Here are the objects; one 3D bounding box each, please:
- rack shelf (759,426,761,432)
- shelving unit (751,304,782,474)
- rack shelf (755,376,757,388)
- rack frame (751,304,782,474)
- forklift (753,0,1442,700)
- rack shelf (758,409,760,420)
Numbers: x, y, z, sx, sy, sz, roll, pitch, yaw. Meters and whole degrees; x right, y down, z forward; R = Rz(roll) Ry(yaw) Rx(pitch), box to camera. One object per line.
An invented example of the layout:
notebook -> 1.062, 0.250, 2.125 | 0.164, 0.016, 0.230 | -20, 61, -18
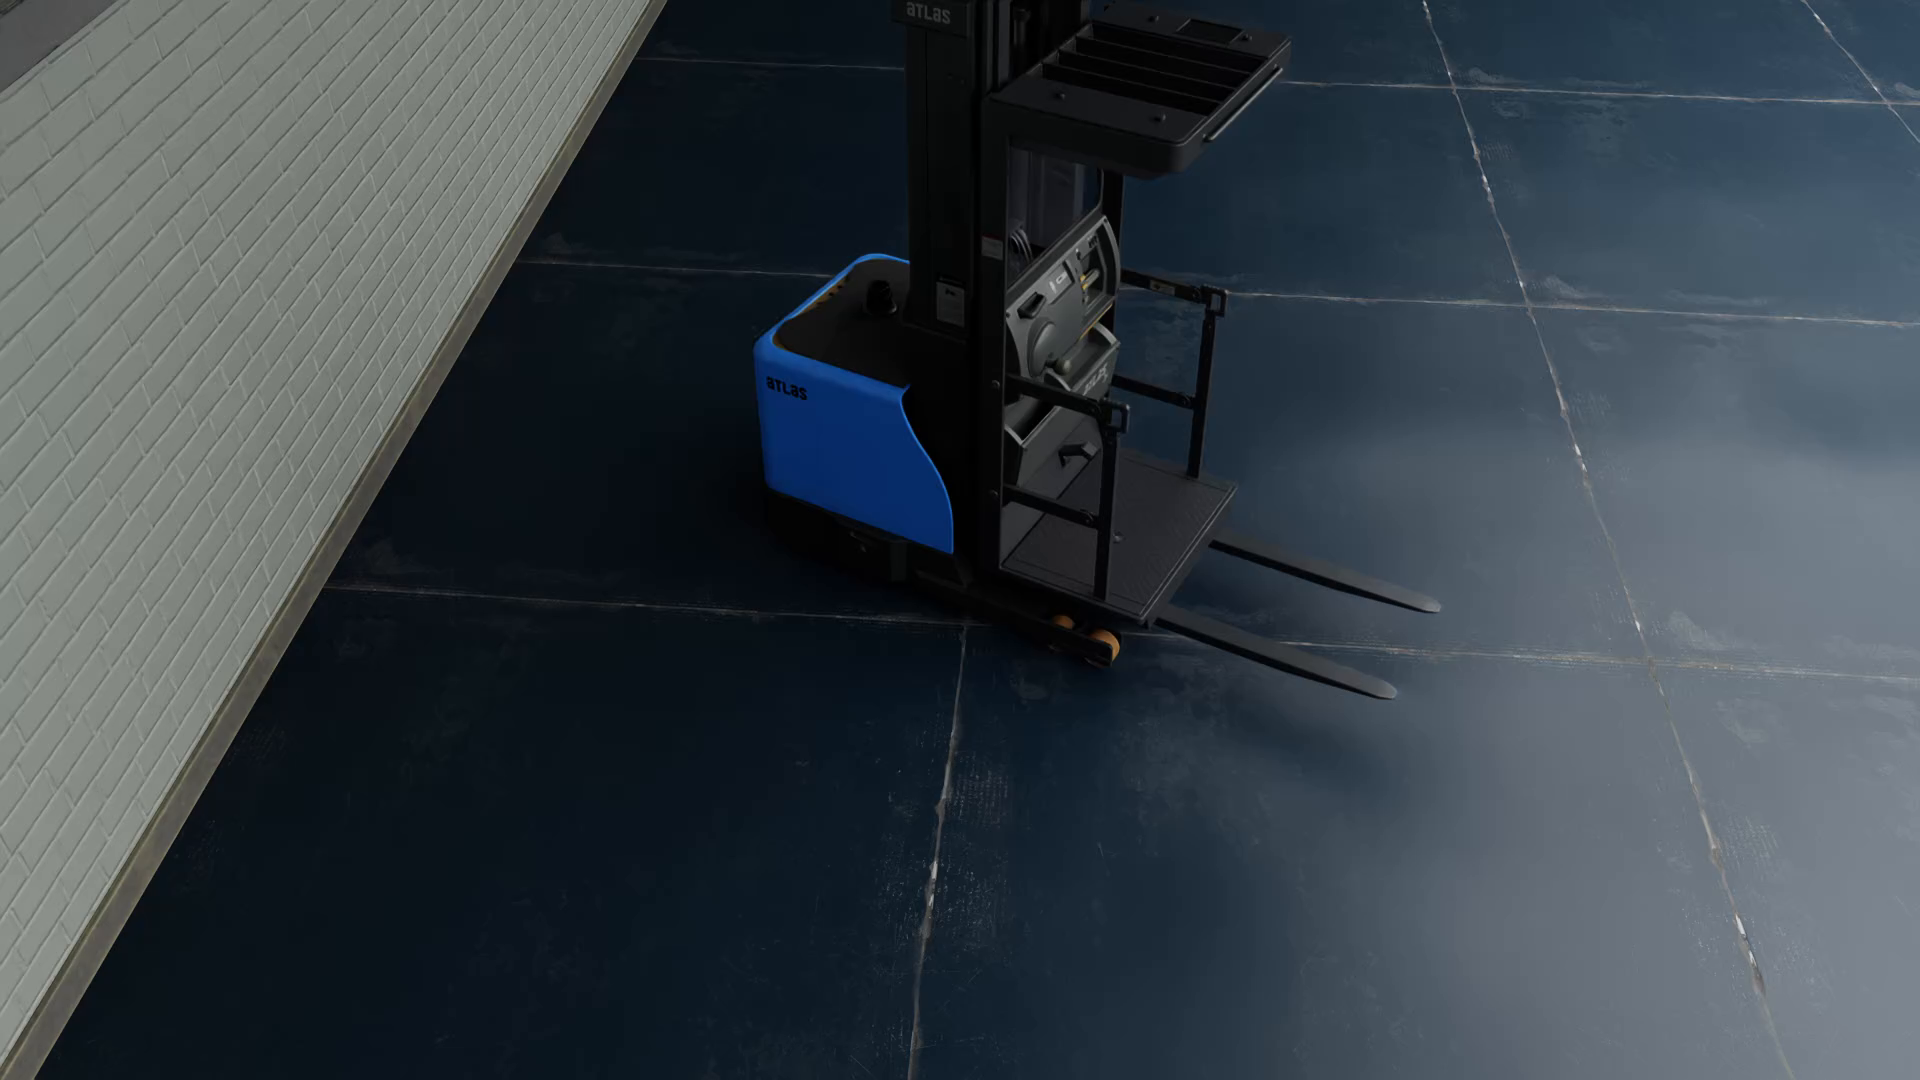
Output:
rack shelf -> -0.820, -0.572, 8.106 | 0.200, 0.077, 0.258 | 20, 43, 22
shelving unit -> -0.820, -0.668, 8.028 | 0.210, 0.900, 0.258 | 20, 43, 22
rack shelf -> -0.820, -0.782, 7.936 | 0.200, 0.077, 0.258 | 20, 43, 22
rack frame -> -0.909, -0.700, 8.067 | 0.006, 0.900, 0.240 | 20, 43, 22
forklift -> 0.611, -0.969, 6.789 | 3.031, 2.935, 1.130 | 20, 43, 22
rack shelf -> -0.820, -0.642, 8.049 | 0.200, 0.077, 0.258 | 20, 43, 22
